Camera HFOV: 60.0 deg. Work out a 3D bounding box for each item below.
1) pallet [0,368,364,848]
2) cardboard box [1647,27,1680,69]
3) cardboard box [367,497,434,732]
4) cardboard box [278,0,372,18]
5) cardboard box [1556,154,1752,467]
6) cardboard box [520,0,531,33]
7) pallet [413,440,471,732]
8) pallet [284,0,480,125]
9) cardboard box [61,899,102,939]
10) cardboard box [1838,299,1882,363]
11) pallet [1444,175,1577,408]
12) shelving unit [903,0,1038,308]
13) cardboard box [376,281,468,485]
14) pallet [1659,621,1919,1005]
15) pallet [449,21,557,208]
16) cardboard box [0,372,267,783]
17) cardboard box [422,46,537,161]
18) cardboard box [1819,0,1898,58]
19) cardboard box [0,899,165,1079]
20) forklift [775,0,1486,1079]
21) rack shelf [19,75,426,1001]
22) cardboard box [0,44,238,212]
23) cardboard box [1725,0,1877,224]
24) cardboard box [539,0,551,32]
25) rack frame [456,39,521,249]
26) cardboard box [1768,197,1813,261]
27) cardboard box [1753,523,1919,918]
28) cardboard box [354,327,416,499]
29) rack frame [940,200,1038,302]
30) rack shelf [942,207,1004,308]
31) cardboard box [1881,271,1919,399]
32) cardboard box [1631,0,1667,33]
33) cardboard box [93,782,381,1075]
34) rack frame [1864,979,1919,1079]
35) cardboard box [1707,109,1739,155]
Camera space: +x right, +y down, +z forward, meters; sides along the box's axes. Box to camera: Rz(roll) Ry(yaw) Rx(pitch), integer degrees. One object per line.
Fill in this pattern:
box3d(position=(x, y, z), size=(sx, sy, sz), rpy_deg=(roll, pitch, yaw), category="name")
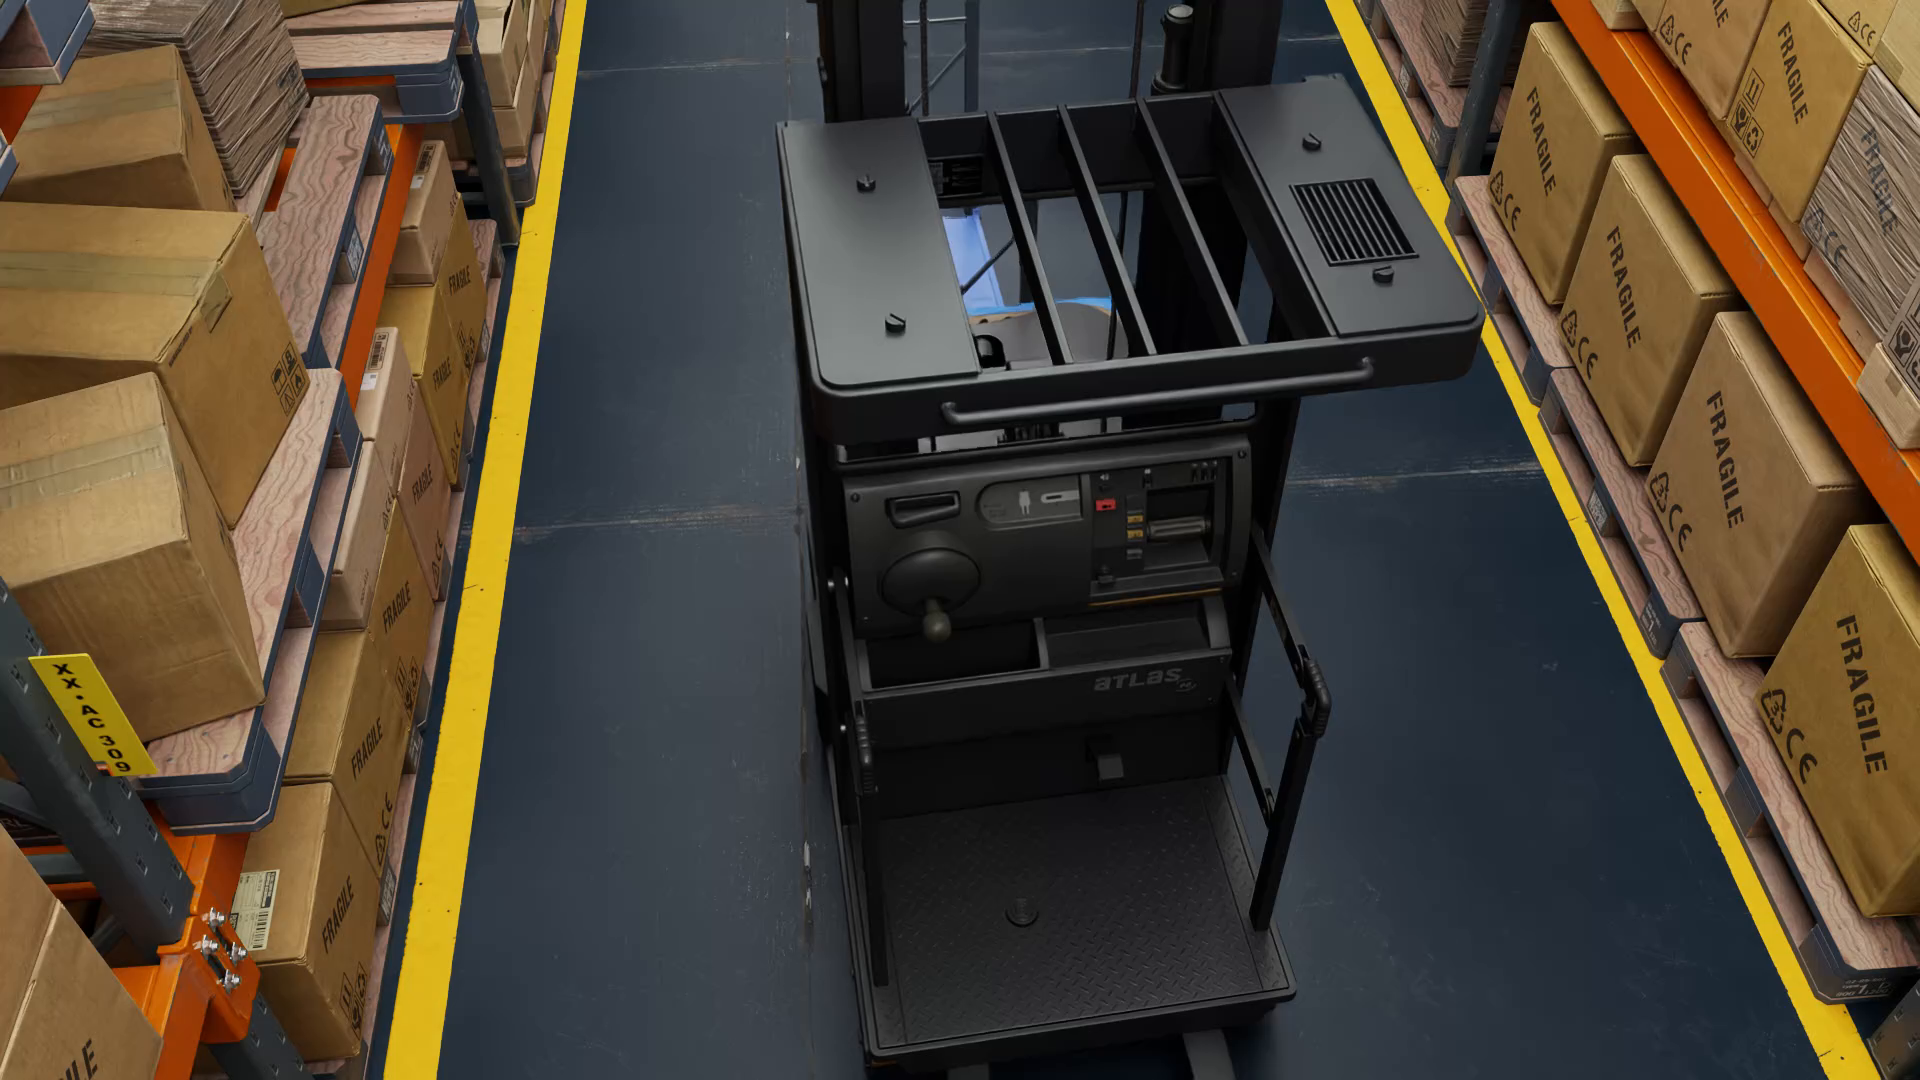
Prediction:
box3d(position=(-1.959, 0.117, 3.705), size=(1.003, 0.211, 1.213), rpy_deg=(-3, 47, -3), category="pallet")
box3d(position=(2.492, -1.675, 5.430), size=(0.380, 0.149, 0.250), rpy_deg=(-4, 47, -4), category="cardboard box")
box3d(position=(-1.888, 0.232, 4.883), size=(0.500, 0.500, 0.500), rpy_deg=(-3, 47, -3), category="cardboard box")
box3d(position=(-2.170, -1.988, 5.209), size=(0.700, 0.500, 0.500), rpy_deg=(-18, 49, -16), category="cardboard box")
box3d(position=(2.599, -0.793, 5.626), size=(0.750, 0.750, 0.750), rpy_deg=(-4, 47, -3), category="cardboard box")
box3d(position=(-2.139, -2.426, 7.200), size=(0.500, 0.311, 0.500), rpy_deg=(-5, 47, -4), category="cardboard box")
box3d(position=(-2.211, 0.124, 5.487), size=(1.003, 0.211, 1.213), rpy_deg=(-3, 47, -3), category="pallet")
box3d(position=(-2.209, -1.706, 5.432), size=(1.213, 0.211, 1.003), rpy_deg=(-3, 47, -3), category="pallet")
box3d(position=(-2.327, 1.005, 4.151), size=(0.500, 0.500, 0.500), rpy_deg=(-4, 47, -4), category="cardboard box")
box3d(position=(2.569, -0.555, 4.369), size=(0.380, 0.149, 0.250), rpy_deg=(-3, 47, -3), category="cardboard box")
box3d(position=(2.592, -1.028, 6.578), size=(1.003, 0.211, 1.213), rpy_deg=(-3, 47, -3), category="pallet")
box3d(position=(-0.107, -0.869, 5.540), size=(0.538, 1.500, 1.048), rpy_deg=(-7, 47, -6), category="shelving unit")
box3d(position=(-1.980, -0.513, 5.588), size=(0.500, 0.500, 0.500), rpy_deg=(-5, 47, -5), category="cardboard box")
box3d(position=(2.796, 0.737, 4.906), size=(1.003, 0.211, 1.213), rpy_deg=(-3, 47, -3), category="pallet")
box3d(position=(-2.365, -1.897, 7.401), size=(1.003, 0.211, 1.213), rpy_deg=(-3, 47, -3), category="pallet")
box3d(position=(-1.817, 0.101, 3.230), size=(0.700, 0.500, 0.500), rpy_deg=(-18, 49, -16), category="cardboard box")
box3d(position=(-2.086, -1.854, 7.044), size=(0.500, 0.250, 0.500), rpy_deg=(-4, 47, -3), category="cardboard box")
box3d(position=(2.522, -1.500, 4.300), size=(0.500, 0.250, 0.500), rpy_deg=(-4, 47, -4), category="cardboard box")
box3d(position=(-1.703, 0.948, 2.718), size=(0.500, 0.500, 0.500), rpy_deg=(-3, 47, -3), category="cardboard box")
box3d(position=(0.243, 0.098, 3.639), size=(1.130, 2.935, 3.031), rpy_deg=(-7, 47, -6), category="forklift")
box3d(position=(-2.168, -0.564, 4.713), size=(1.077, 0.370, 4.000), rpy_deg=(-3, 47, -3), category="rack shelf")
box3d(position=(-2.210, -0.817, 4.100), size=(0.700, 0.500, 0.500), rpy_deg=(-14, 48, -13), category="cardboard box")
box3d(position=(2.513, -1.223, 4.555), size=(0.500, 0.500, 0.500), rpy_deg=(-2, 47, -2), category="cardboard box")
box3d(position=(-2.179, -2.593, 7.744), size=(0.500, 0.250, 0.500), rpy_deg=(-5, 47, -4), category="cardboard box")
box3d(position=(-2.335, -2.258, 5.822), size=(1.000, 3.000, 0.127), rpy_deg=(-3, 47, -3), category="rack frame")
box3d(position=(2.552, -0.930, 4.724), size=(0.380, 0.149, 0.250), rpy_deg=(-2, 47, -2), category="cardboard box")
box3d(position=(2.752, 0.465, 4.435), size=(0.750, 0.750, 0.750), rpy_deg=(-3, 47, -3), category="cardboard box")
box3d(position=(-1.924, -0.365, 4.932), size=(0.500, 0.250, 0.500), rpy_deg=(-4, 47, -4), category="cardboard box")
box3d(position=(-0.026, -0.505, 5.195), size=(0.500, 1.500, 0.032), rpy_deg=(-7, 47, -6), category="rack frame")
box3d(position=(-0.107, -0.746, 5.671), size=(0.538, 0.185, 1.000), rpy_deg=(-7, 47, -6), category="rack shelf")
box3d(position=(2.593, -0.498, 3.869), size=(0.500, 0.500, 0.500), rpy_deg=(-3, 47, -3), category="cardboard box")
box3d(position=(2.421, -1.959, 5.252), size=(0.500, 0.500, 0.500), rpy_deg=(-2, 47, -2), category="cardboard box")
box3d(position=(-1.798, 0.980, 4.175), size=(0.500, 0.500, 0.500), rpy_deg=(-5, 47, -5), category="cardboard box")
box3d(position=(2.936, 0.332, 3.369), size=(1.000, 3.000, 0.127), rpy_deg=(-3, 47, -3), category="rack frame")
box3d(position=(2.533, -1.301, 5.075), size=(0.380, 0.149, 0.250), rpy_deg=(-3, 47, -3), category="cardboard box")
